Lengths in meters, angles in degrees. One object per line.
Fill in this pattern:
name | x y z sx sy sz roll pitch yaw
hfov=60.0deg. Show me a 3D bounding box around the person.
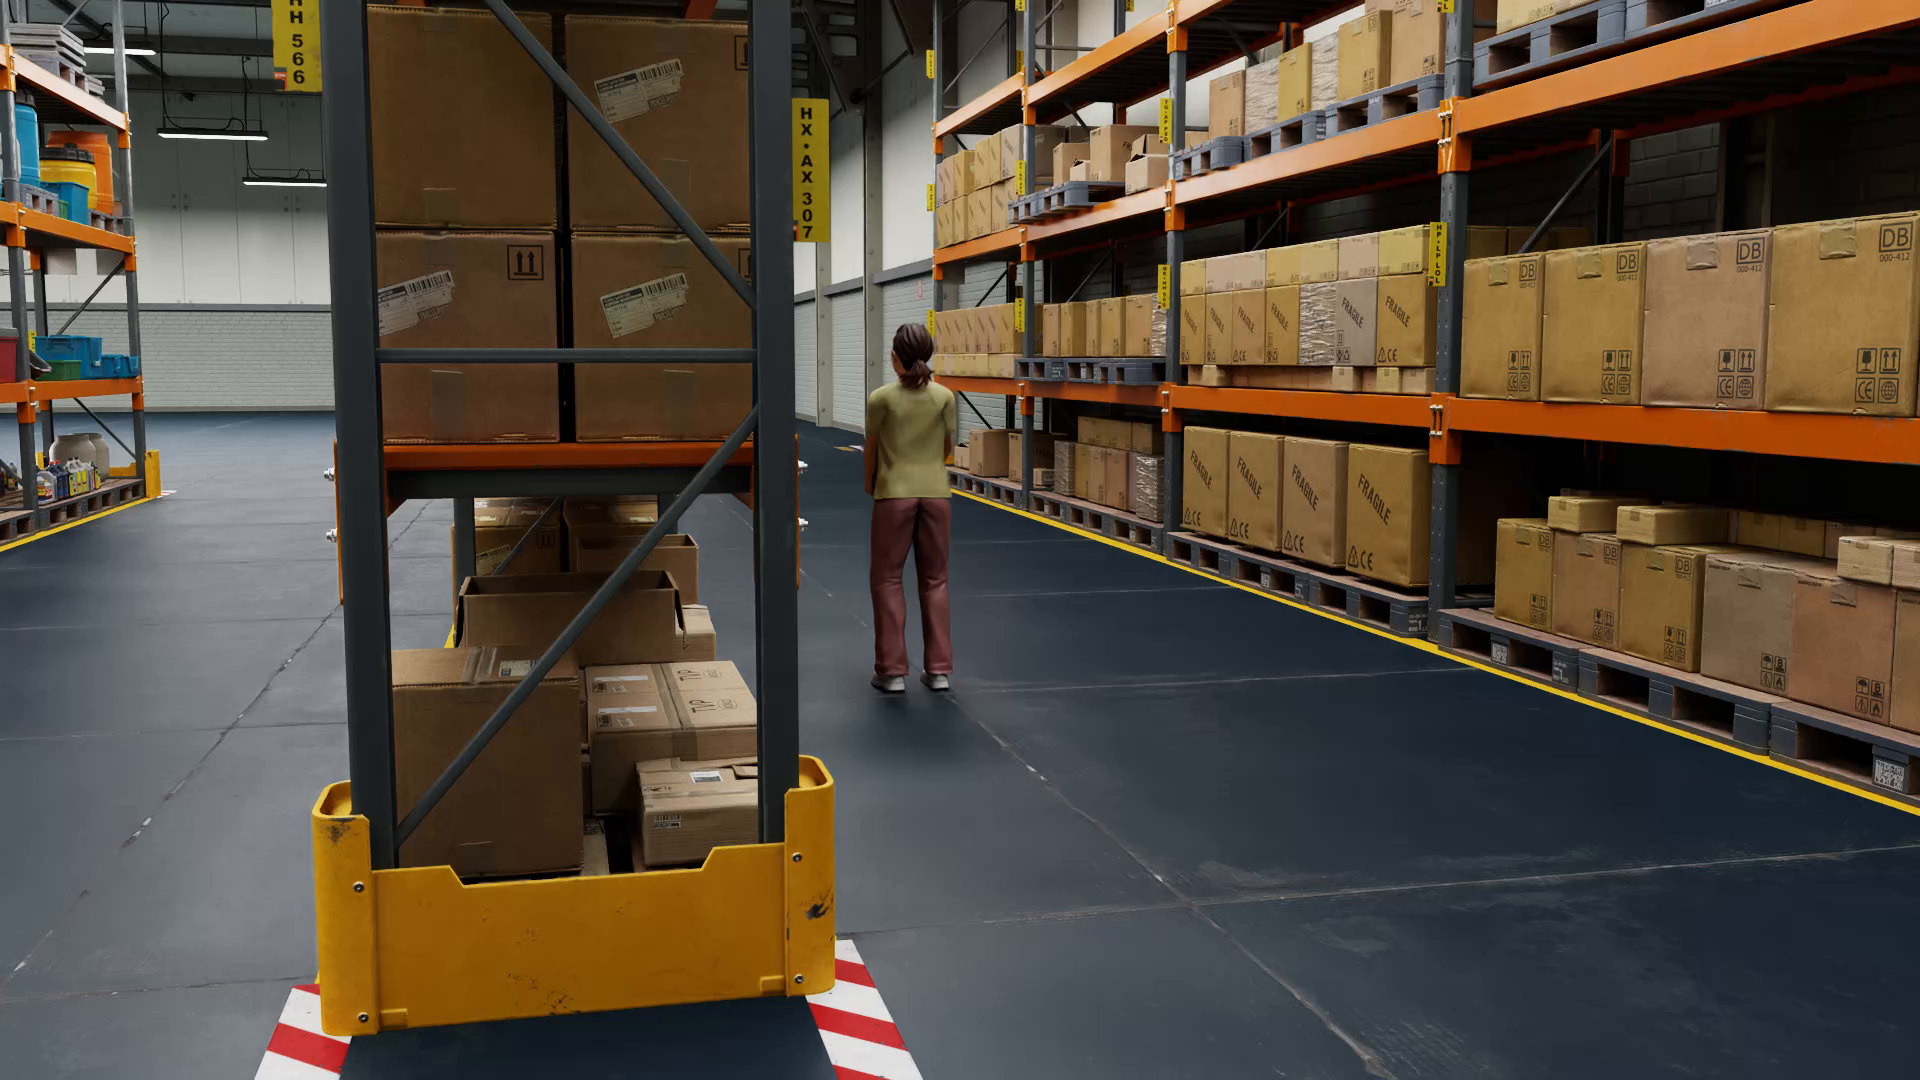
person | -0.238 -0.154 7.621 0.426 1.665 0.549 -2 6 -16
